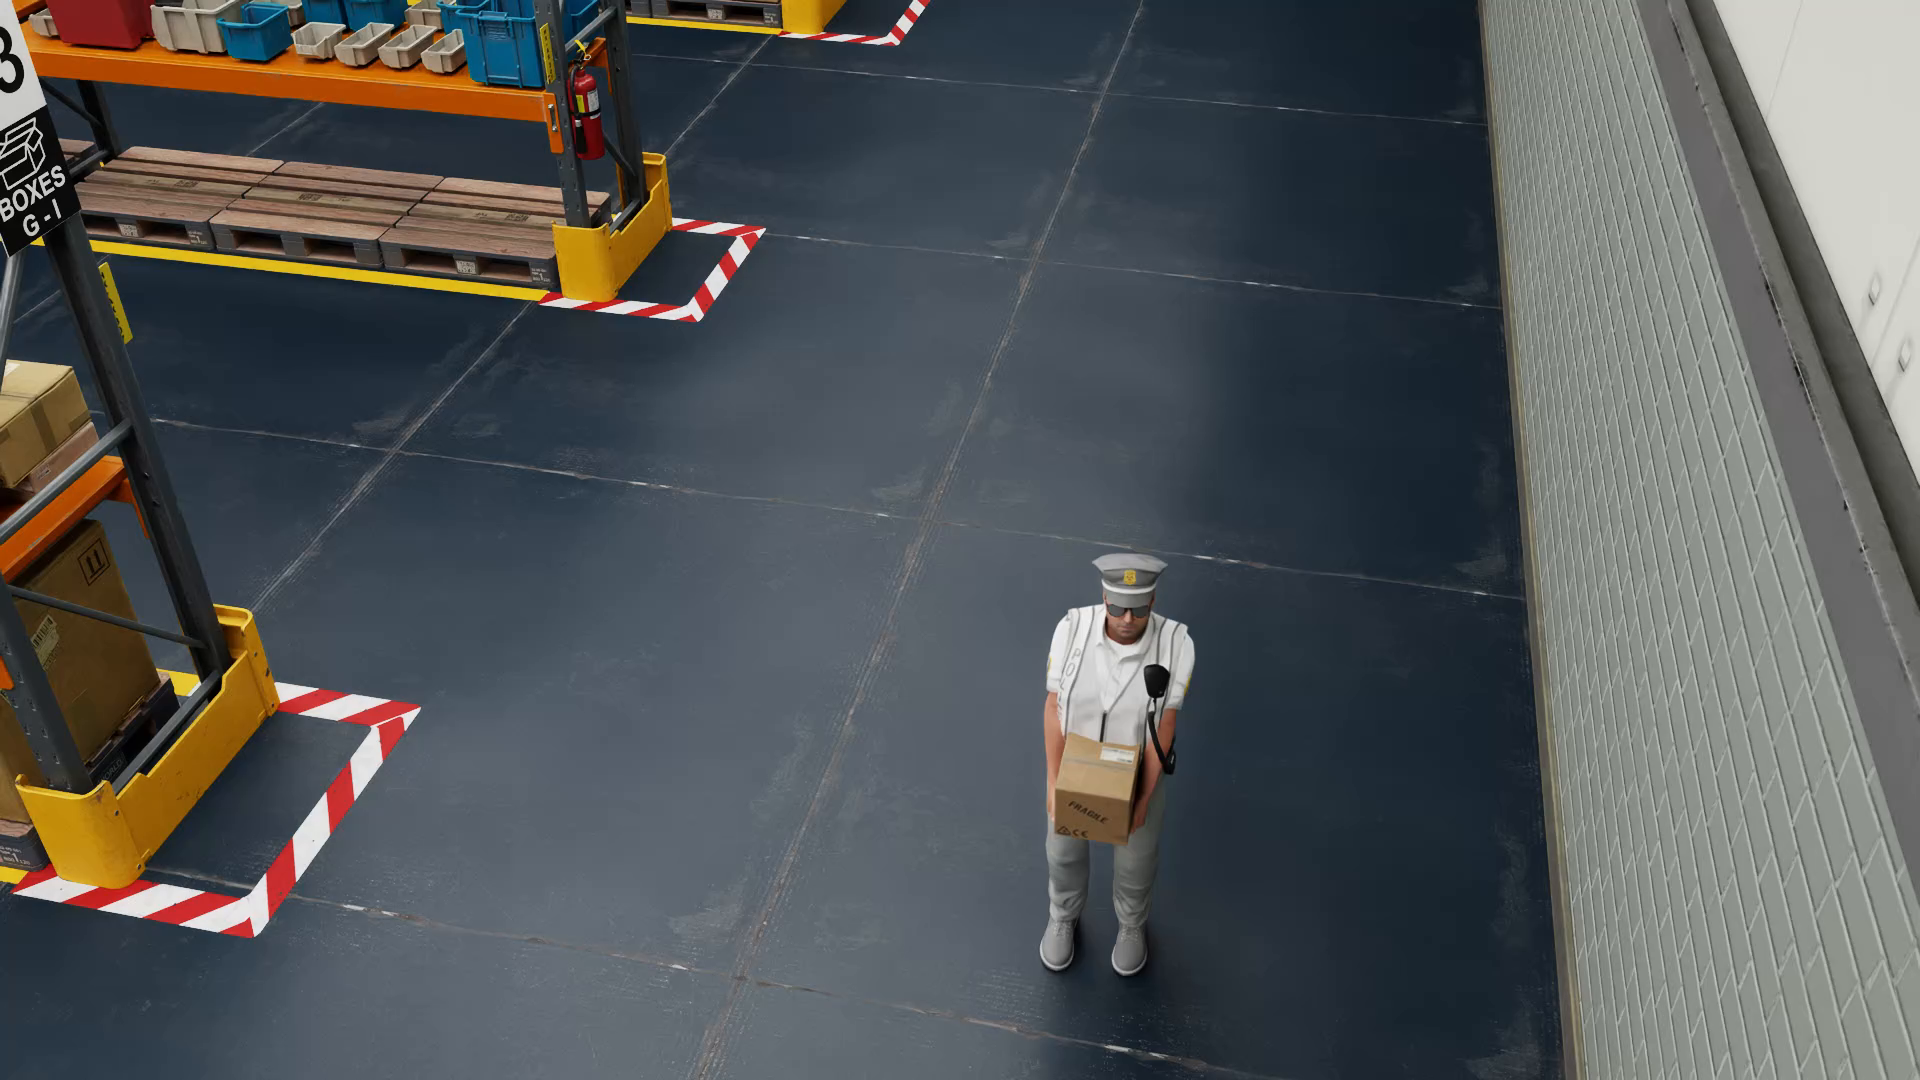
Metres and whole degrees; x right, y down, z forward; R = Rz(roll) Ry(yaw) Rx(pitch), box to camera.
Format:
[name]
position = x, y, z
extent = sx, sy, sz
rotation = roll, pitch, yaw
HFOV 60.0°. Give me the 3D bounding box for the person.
[person]
position = 0.519, 0.834, 5.818
extent = 0.494, 1.765, 0.557
rotation = 8, 37, 11
